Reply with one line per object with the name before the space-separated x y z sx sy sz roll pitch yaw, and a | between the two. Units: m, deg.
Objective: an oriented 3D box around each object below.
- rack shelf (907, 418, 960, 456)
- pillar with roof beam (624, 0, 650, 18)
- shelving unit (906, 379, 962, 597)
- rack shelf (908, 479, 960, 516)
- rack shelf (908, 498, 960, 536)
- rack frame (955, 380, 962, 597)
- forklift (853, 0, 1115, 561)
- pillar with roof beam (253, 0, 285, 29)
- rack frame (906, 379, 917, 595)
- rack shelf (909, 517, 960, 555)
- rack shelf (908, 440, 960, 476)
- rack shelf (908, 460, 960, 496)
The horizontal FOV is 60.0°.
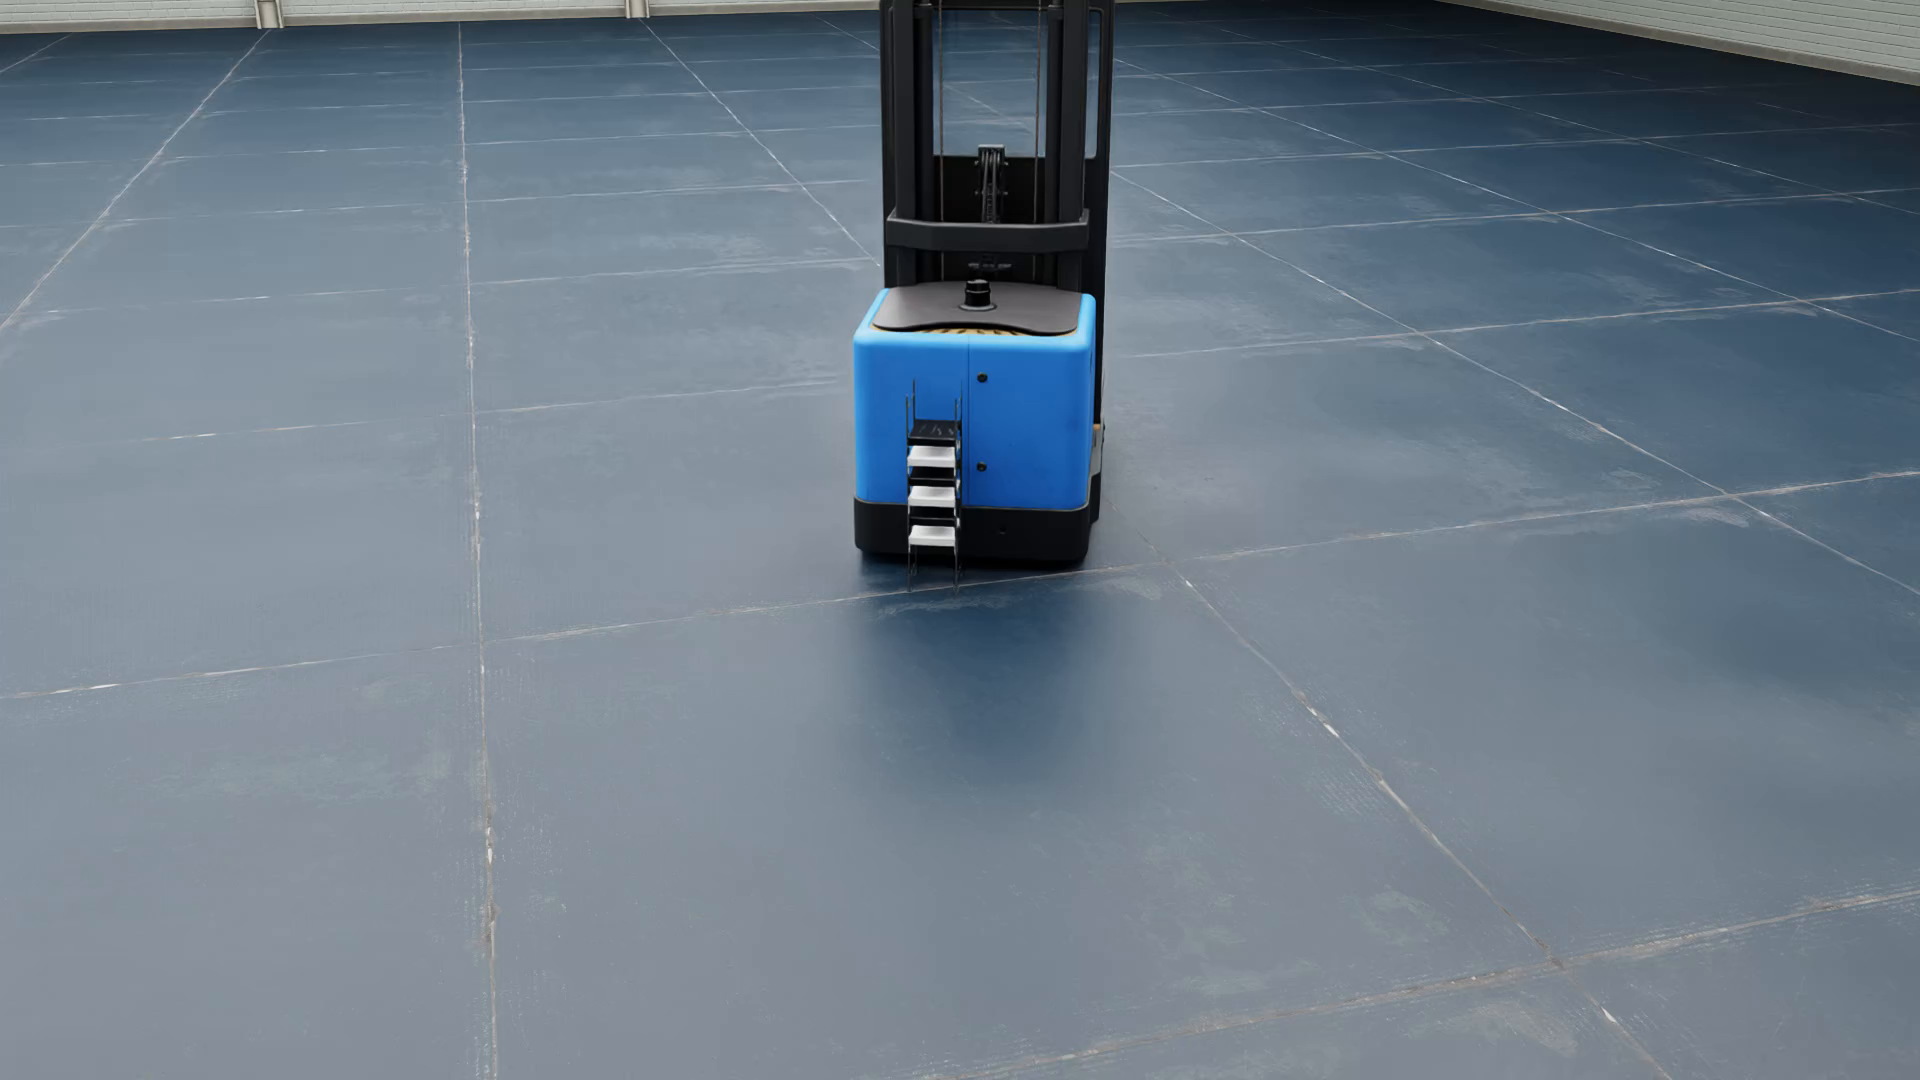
rack shelf | -0.107 -0.437 7.026 0.200 0.077 0.258 2 24 6
pillar with roof beam | -4.469 -11.636 23.455 0.400 9.000 9.100 -6 24 -14
shelving unit | -0.107 -0.220 7.120 0.210 0.900 0.258 2 24 6
rack shelf | -0.107 -0.189 7.133 0.200 0.077 0.258 2 24 6
rack shelf | -0.107 -0.107 7.169 0.200 0.077 0.258 2 24 6
rack frame | -0.005 -0.216 7.110 0.006 0.900 0.240 2 24 6
forklift | 0.197 -1.800 8.227 1.130 2.935 3.031 2 23 6
pillar with roof beam | -10.246 -10.997 21.966 0.400 9.000 9.100 -6 24 -14
rack frame | -0.208 -0.224 7.130 0.006 0.900 0.240 2 24 6
rack shelf | -0.106 -0.024 7.205 0.200 0.077 0.258 2 24 6
rack shelf | -0.107 -0.355 7.062 0.200 0.077 0.258 2 24 6
rack shelf | -0.107 -0.272 7.098 0.200 0.077 0.258 2 24 6
